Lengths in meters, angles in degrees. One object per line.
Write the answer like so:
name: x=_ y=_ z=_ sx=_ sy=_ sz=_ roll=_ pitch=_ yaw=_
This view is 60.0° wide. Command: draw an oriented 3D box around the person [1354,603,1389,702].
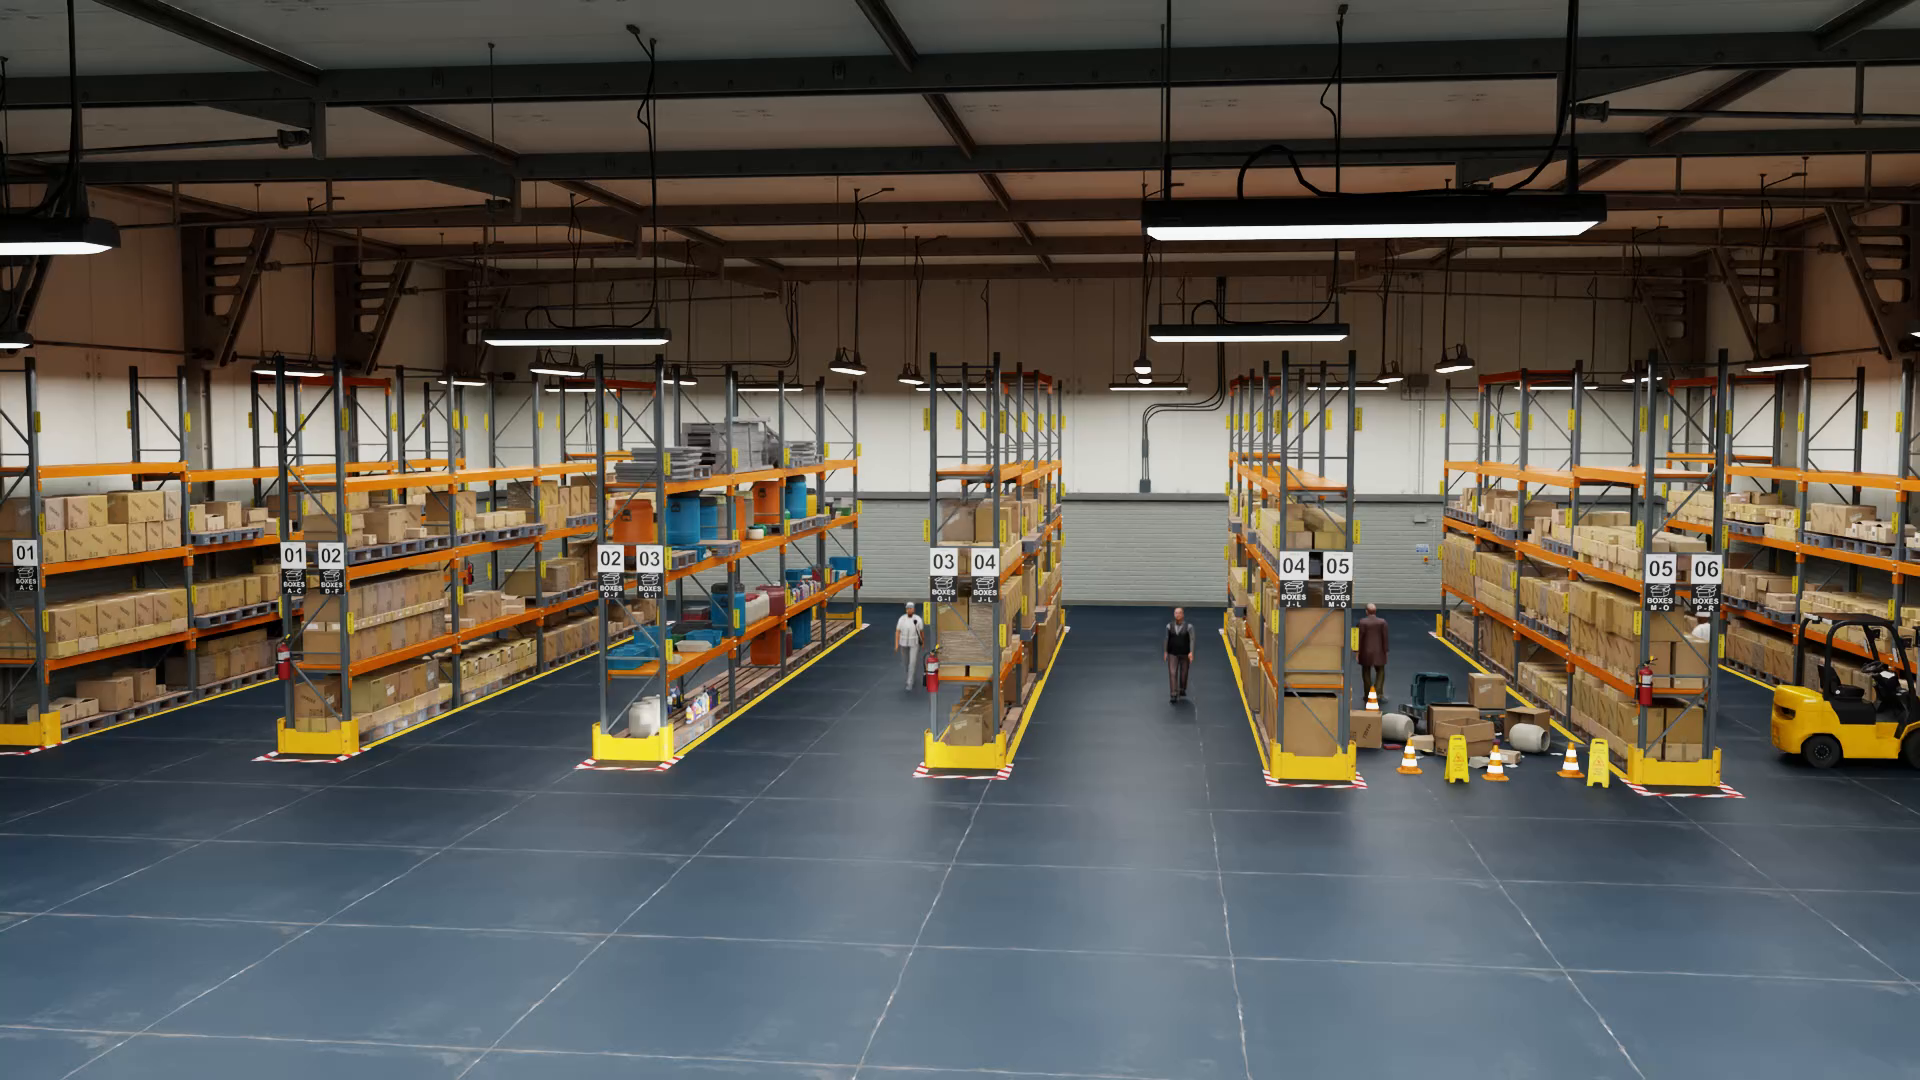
person: x=7.362 y=2.017 z=29.756 sx=0.617 sy=1.775 sz=0.592 roll=0 pitch=4 yaw=4

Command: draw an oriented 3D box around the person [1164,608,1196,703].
person: x=3.939 y=2.050 z=29.796 sx=0.566 sy=1.662 sz=1.074 roll=1 pitch=4 yaw=8

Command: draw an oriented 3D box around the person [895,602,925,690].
person: x=-0.959 y=1.970 z=31.286 sx=0.491 sy=1.599 sz=1.061 roll=1 pitch=4 yaw=16

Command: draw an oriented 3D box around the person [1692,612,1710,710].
person: x=12.925 y=2.084 z=28.945 sx=0.609 sy=1.787 sz=0.403 roll=-2 pitch=4 yaw=-20
